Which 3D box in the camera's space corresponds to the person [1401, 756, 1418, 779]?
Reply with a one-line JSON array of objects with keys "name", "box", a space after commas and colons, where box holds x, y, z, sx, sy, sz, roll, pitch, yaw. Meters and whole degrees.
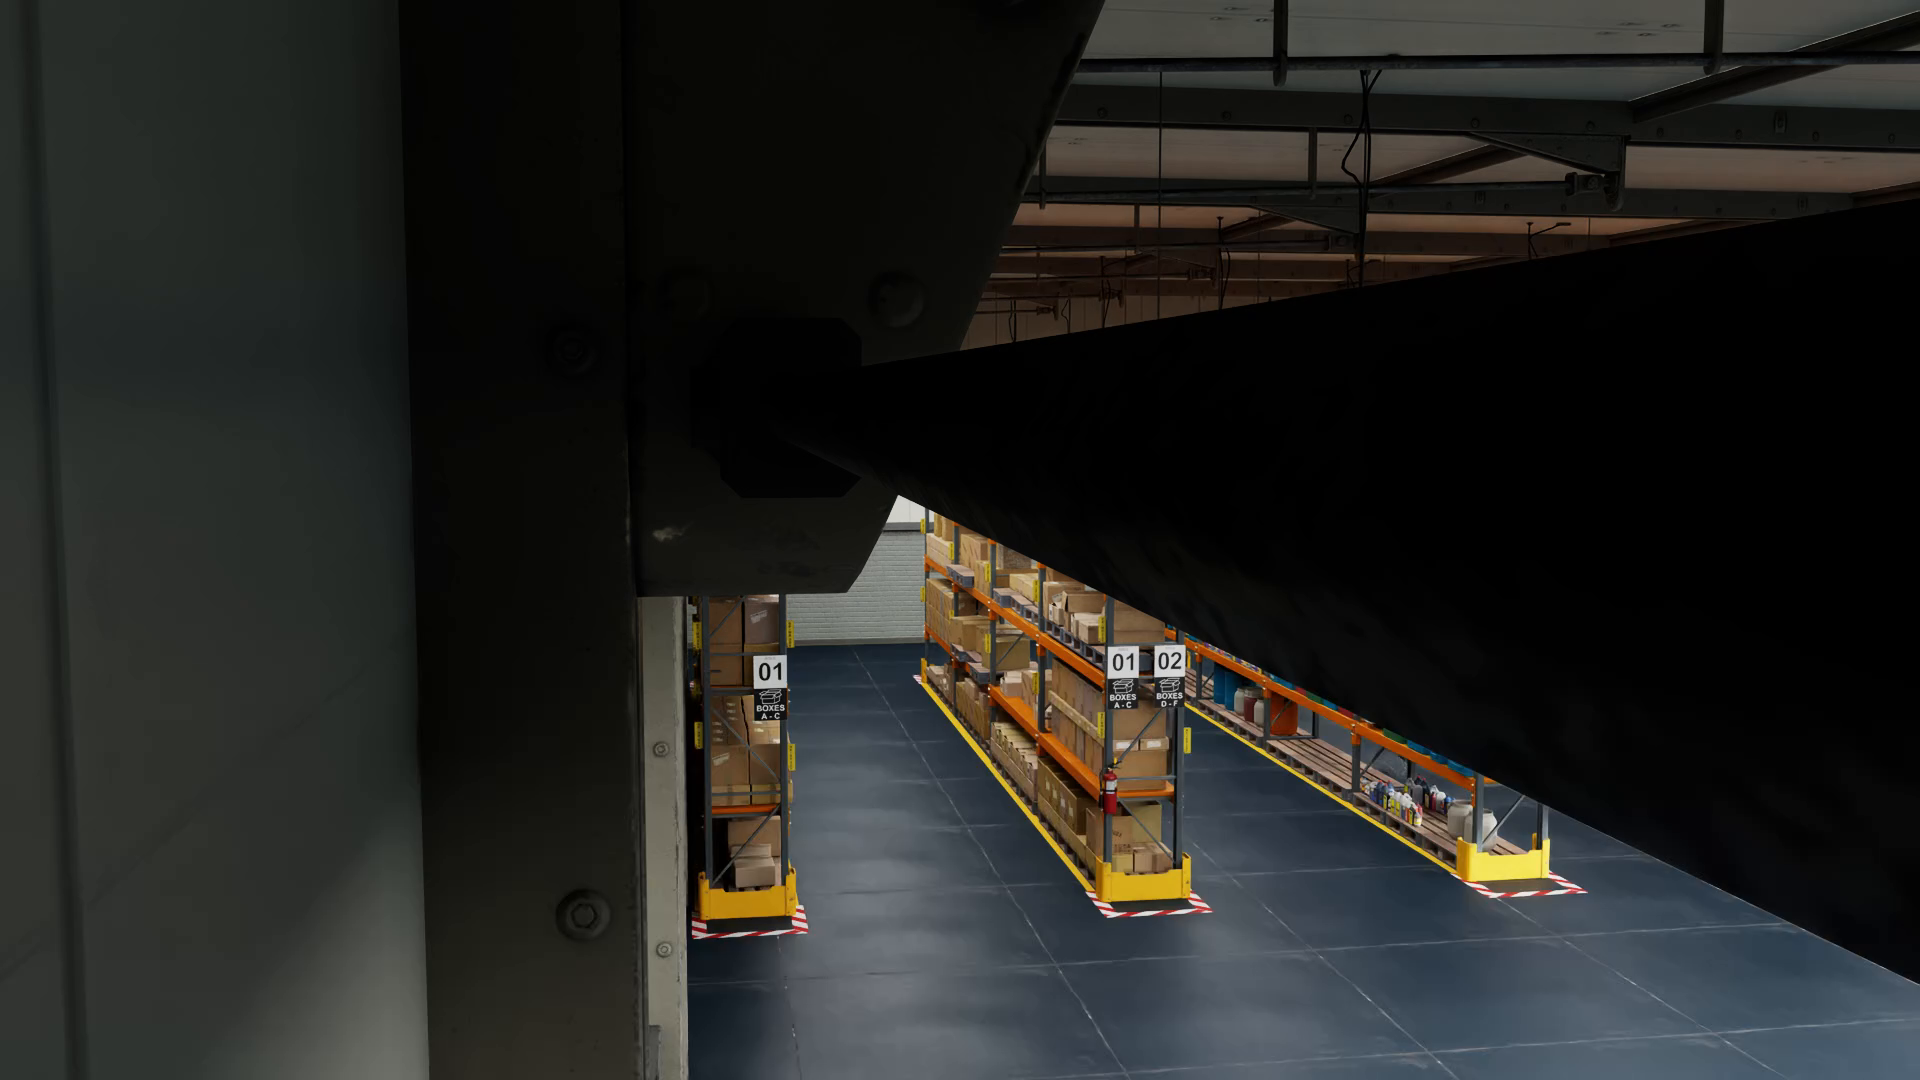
[{"name": "person", "box": [7.402, 3.125, 27.431, 0.478, 1.568, 0.686, -1, 5, -10]}]

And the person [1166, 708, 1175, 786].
[{"name": "person", "box": [3.295, 3.124, 26.337, 0.586, 1.770, 0.867, -5, 7, -43]}]
